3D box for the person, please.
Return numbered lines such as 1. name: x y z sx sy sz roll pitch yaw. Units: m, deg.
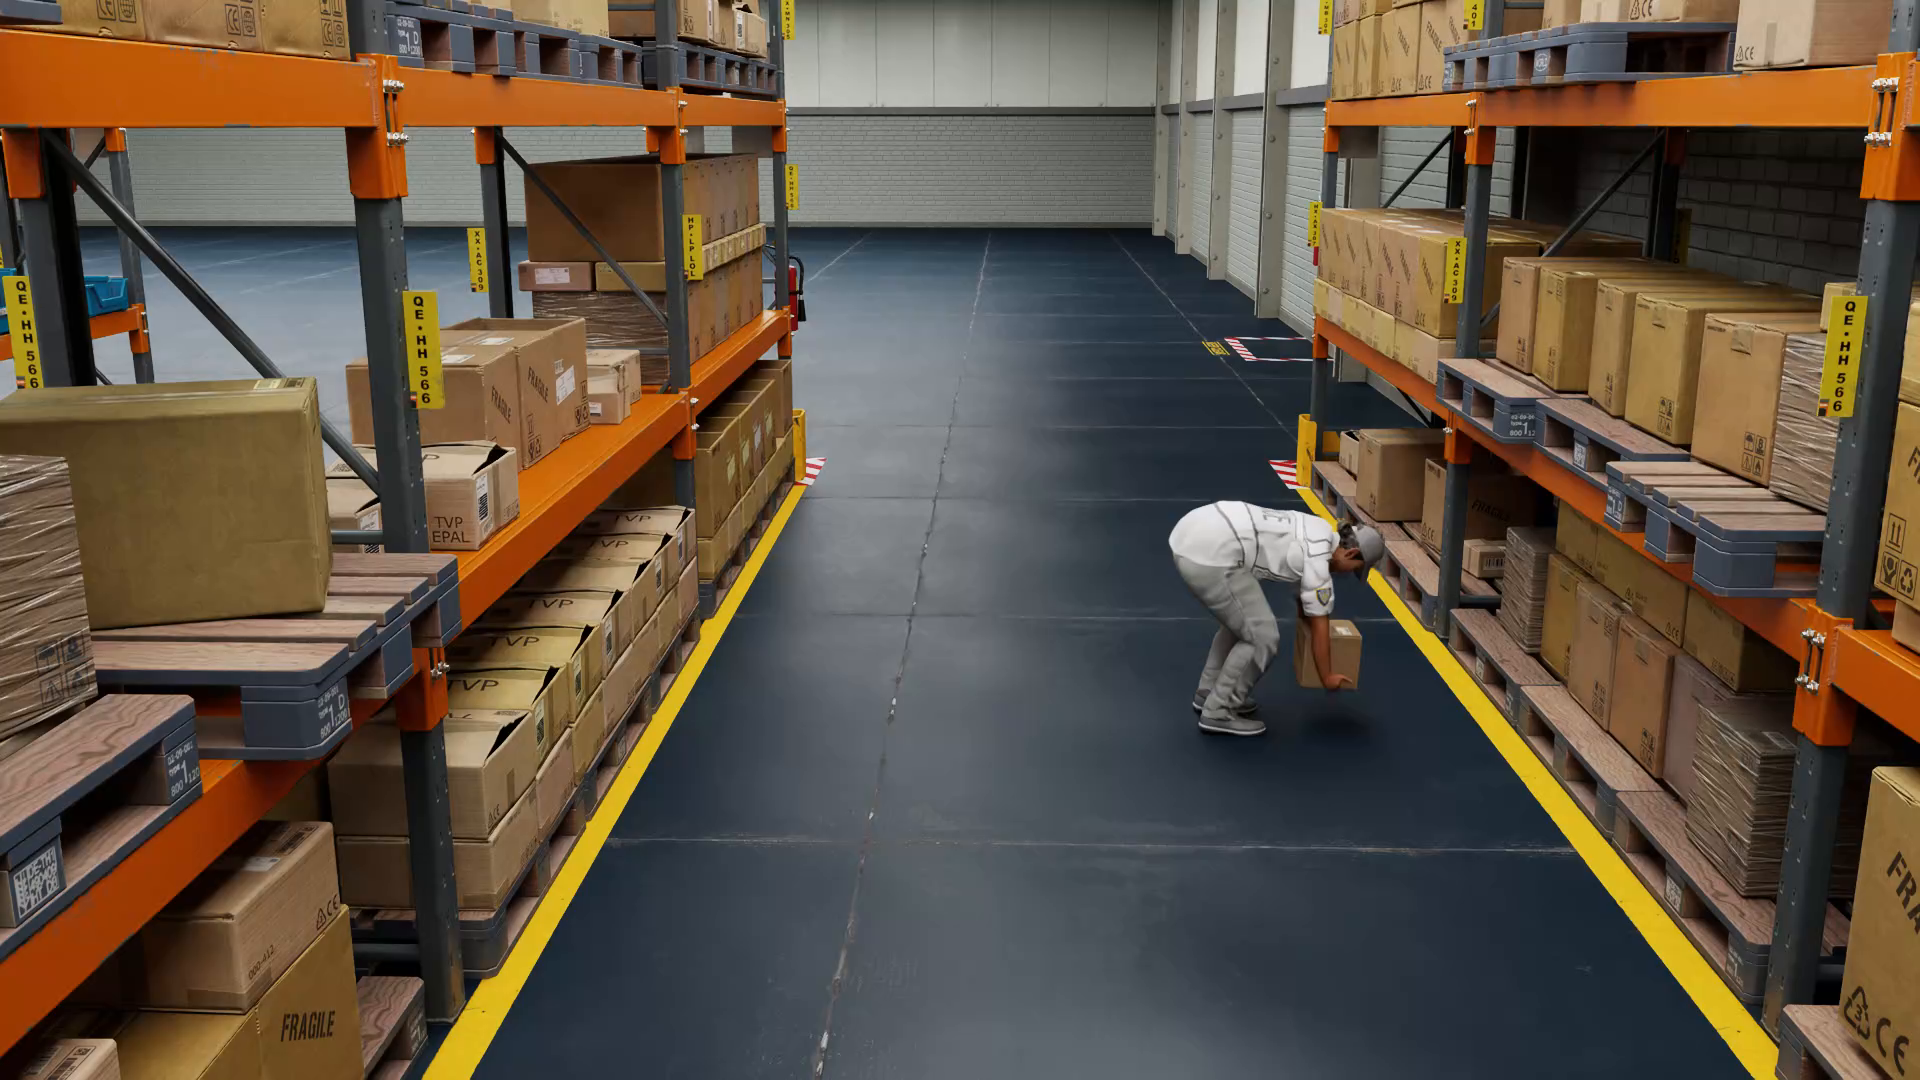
1. person: 1.406 0.193 7.446 0.875 1.323 0.459 0 14 0
